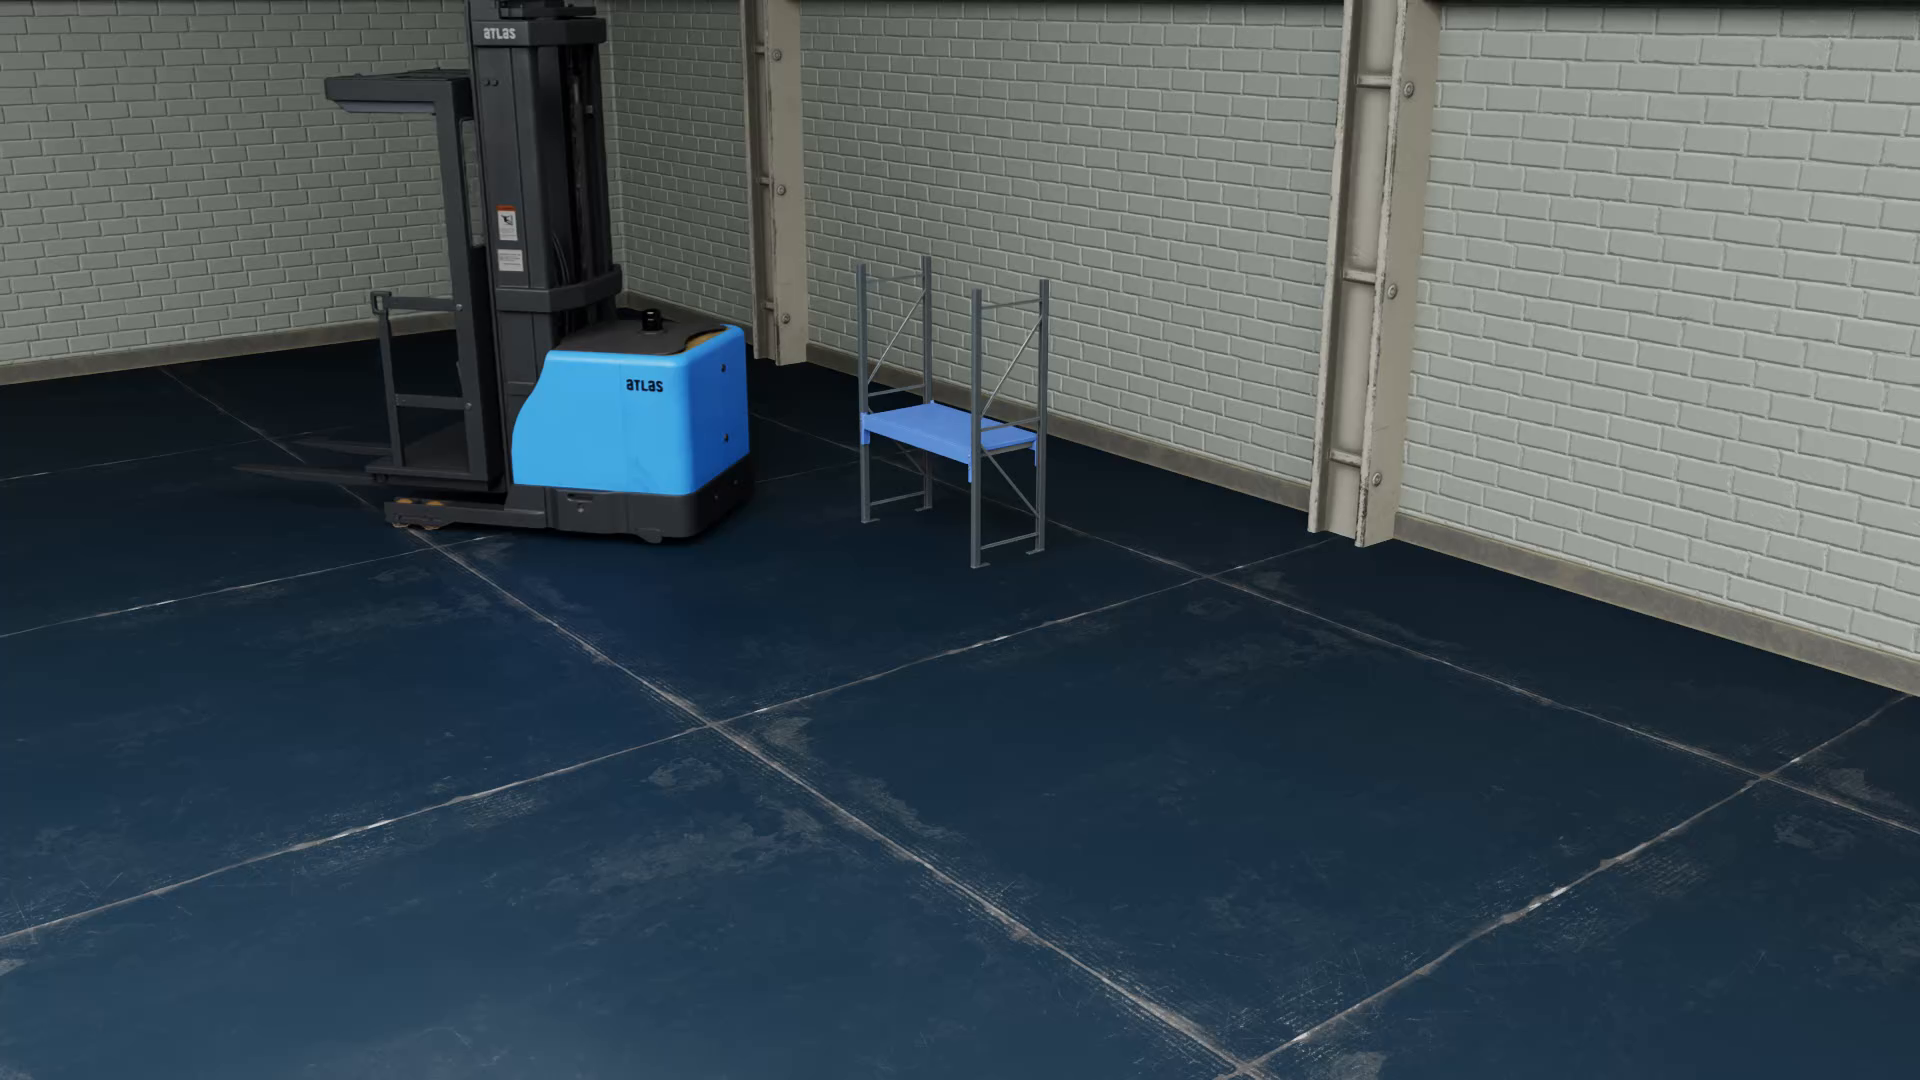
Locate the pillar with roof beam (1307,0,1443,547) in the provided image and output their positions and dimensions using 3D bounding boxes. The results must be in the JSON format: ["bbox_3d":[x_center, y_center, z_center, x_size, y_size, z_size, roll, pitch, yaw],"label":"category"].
[{"bbox_3d":[-1.144,-3.468,5.520,9.100,9.000,0.400,-14,23,-36],"label":"pillar with roof beam"}]

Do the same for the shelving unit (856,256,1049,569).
[{"bbox_3d":[-0.053,-0.733,9.190,0.538,1.500,1.048,-14,23,-36],"label":"shelving unit"}]

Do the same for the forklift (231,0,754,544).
[{"bbox_3d":[-2.819,-1.601,9.535,3.031,2.935,1.130,4,19,13],"label":"forklift"}]

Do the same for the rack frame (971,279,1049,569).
[{"bbox_3d":[0.263,-0.608,8.812,0.500,1.500,0.032,-14,23,-36],"label":"rack frame"}]

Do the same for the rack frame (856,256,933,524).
[{"bbox_3d":[-0.369,-0.858,9.568,0.500,1.500,0.032,-14,23,-36],"label":"rack frame"}]

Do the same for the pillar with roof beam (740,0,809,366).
[{"bbox_3d":[-4.870,-4.946,9.984,9.100,9.000,0.400,-14,23,-36],"label":"pillar with roof beam"}]

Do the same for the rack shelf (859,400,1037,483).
[{"bbox_3d":[-0.053,-0.562,9.247,0.538,0.185,1.000,-14,23,-36],"label":"rack shelf"}]
